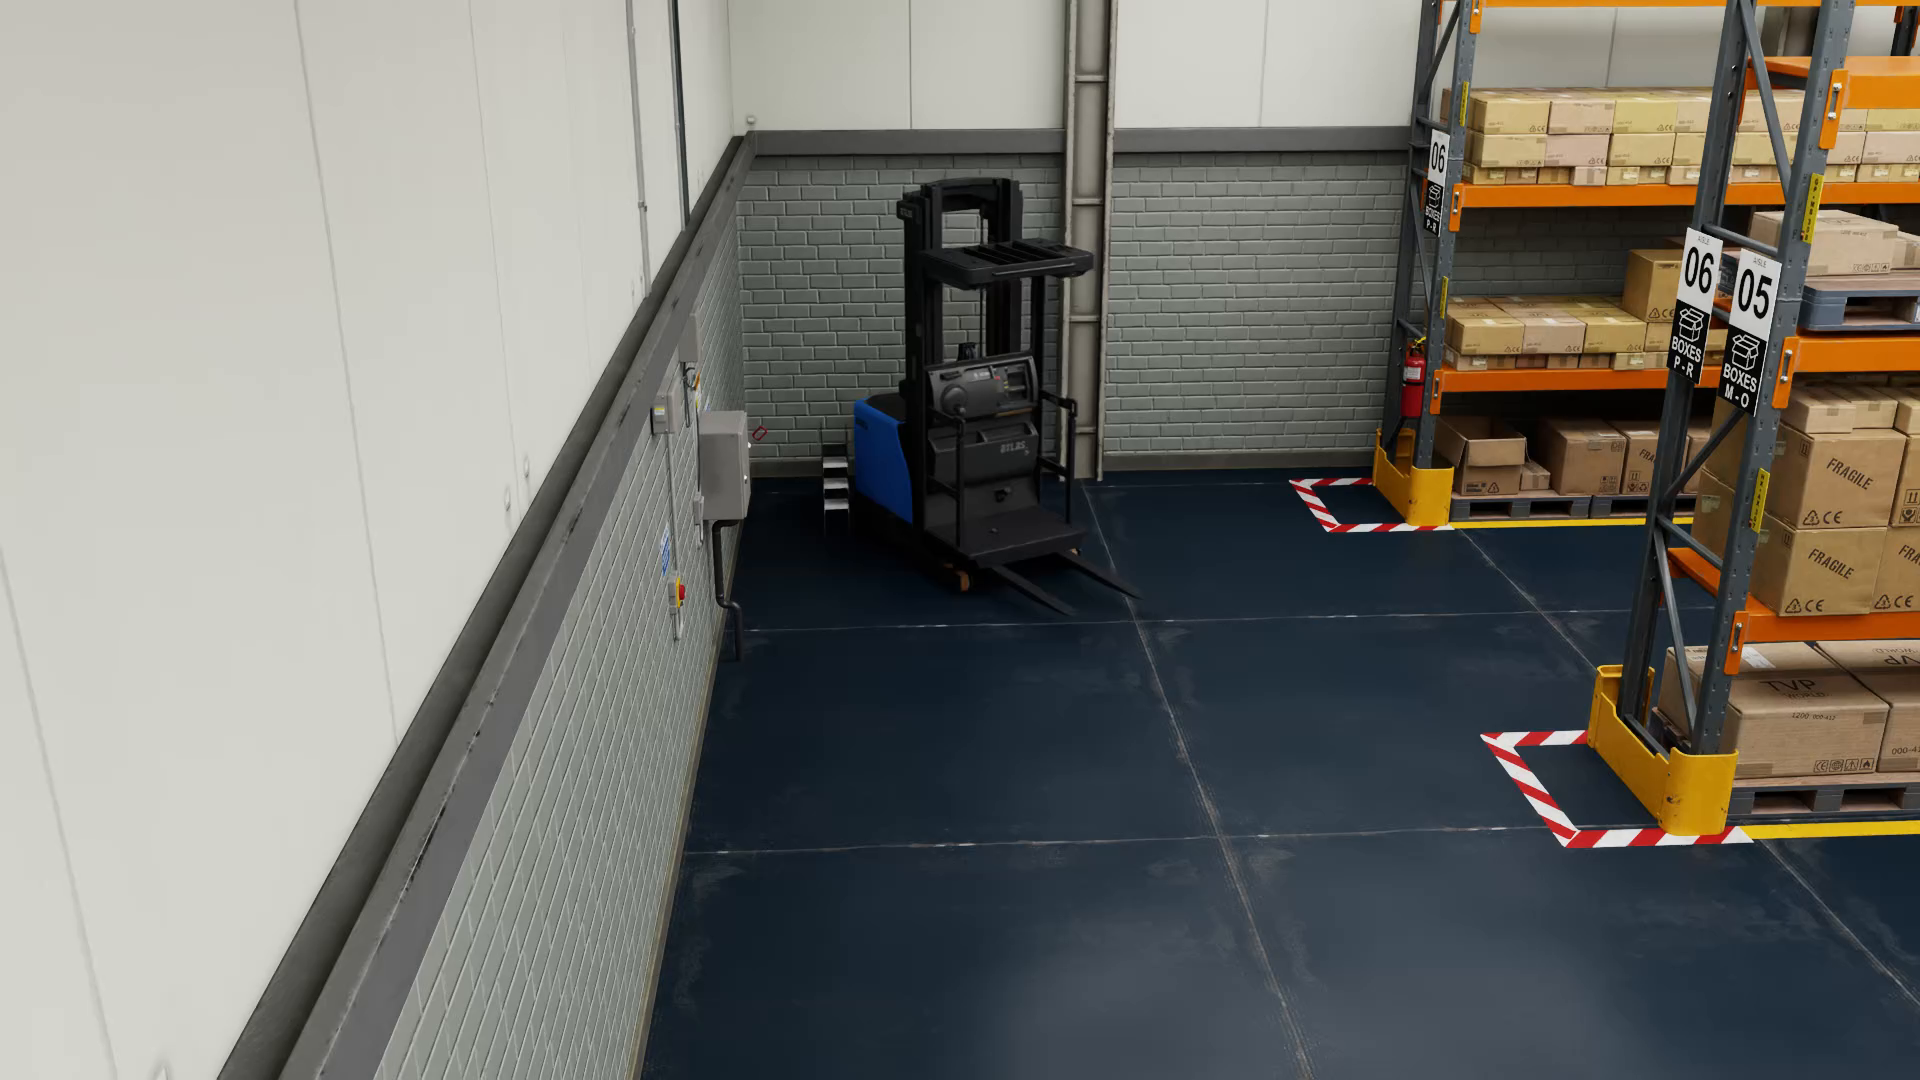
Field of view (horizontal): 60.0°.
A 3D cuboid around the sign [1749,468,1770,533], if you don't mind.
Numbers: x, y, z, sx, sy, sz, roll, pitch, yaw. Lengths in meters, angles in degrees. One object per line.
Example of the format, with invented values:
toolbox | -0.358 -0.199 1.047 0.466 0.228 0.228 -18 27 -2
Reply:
sign | 4.139 -0.204 8.613 0.005 0.325 0.100 -1 21 -3

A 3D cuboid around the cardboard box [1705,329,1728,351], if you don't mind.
cardboard box | 6.328 -1.755 13.808 0.500 0.250 0.500 -1 21 -3

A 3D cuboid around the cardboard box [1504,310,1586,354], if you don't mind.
cardboard box | 4.798 -1.716 13.704 0.500 0.250 0.500 -1 21 -2

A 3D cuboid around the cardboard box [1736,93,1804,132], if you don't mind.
cardboard box | 6.317 -3.392 13.189 0.500 0.250 0.500 -1 21 -2

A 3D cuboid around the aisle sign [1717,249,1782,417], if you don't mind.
aisle sign | 4.058 -1.070 8.563 0.004 0.787 0.394 -1 21 -3

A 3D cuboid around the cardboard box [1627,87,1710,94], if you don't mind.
cardboard box | 5.789 -3.561 13.632 0.500 0.250 0.500 -1 21 -3

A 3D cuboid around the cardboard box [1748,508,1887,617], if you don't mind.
cardboard box | 4.609 0.086 9.040 0.500 0.500 0.500 -1 21 -3

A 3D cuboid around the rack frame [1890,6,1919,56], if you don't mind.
rack frame | 7.820 -4.608 13.077 0.127 3.000 1.000 -1 21 -3

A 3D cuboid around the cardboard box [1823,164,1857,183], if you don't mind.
cardboard box | 6.965 -2.970 13.344 0.250 0.149 0.380 0 21 -1

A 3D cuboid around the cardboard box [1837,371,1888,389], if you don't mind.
cardboard box | 4.966 -0.904 9.323 0.250 0.149 0.380 -1 21 -4

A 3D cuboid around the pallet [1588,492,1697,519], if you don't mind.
pallet | 5.914 -0.461 14.537 1.213 0.211 1.003 -1 21 -3

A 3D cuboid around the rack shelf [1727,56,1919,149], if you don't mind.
rack shelf | 6.111 -2.281 8.538 4.000 0.370 1.077 -1 21 -3

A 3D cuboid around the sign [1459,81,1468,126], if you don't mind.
sign | 3.858 -3.340 12.735 0.005 0.325 0.100 -1 21 -3

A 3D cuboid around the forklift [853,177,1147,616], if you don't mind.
forklift | 0.290 -1.157 12.541 1.130 2.935 3.031 -12 24 -28

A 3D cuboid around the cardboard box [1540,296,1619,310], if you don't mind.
cardboard box | 5.280 -1.914 14.225 0.500 0.250 0.500 -1 21 -1

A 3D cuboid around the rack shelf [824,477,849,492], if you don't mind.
rack shelf | -1.023 -0.464 13.668 0.200 0.077 0.258 -2 21 -6

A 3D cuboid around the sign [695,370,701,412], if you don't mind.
sign | -1.692 -0.948 10.735 0.001 0.242 0.339 -1 21 -3

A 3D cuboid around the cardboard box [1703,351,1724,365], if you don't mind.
cardboard box | 6.219 -1.587 13.928 0.250 0.149 0.380 -1 21 -2

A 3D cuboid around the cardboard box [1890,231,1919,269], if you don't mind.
cardboard box | 4.972 -1.565 8.923 0.250 0.149 0.380 -3 21 -7

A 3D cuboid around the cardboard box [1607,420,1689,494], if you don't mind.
cardboard box | 5.832 -0.709 14.189 0.500 0.500 0.500 -1 21 -2

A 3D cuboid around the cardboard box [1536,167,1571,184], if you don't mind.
cardboard box | 4.676 -2.945 13.278 0.250 0.149 0.380 -1 21 -3

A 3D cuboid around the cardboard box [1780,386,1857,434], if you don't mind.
cardboard box | 4.484 -0.686 8.749 0.250 0.149 0.380 -1 21 -2

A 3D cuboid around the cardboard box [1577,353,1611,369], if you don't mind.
cardboard box | 5.203 -1.545 13.816 0.250 0.149 0.380 -1 21 -2

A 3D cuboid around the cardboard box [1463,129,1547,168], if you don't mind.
cardboard box | 4.285 -3.106 13.139 0.500 0.250 0.500 -1 21 -4

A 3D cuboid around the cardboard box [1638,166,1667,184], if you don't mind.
cardboard box | 5.435 -2.948 13.287 0.250 0.149 0.380 -1 21 -4

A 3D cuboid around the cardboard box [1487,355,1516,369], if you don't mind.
cardboard box | 4.422 -1.536 13.794 0.250 0.149 0.380 -1 21 -2

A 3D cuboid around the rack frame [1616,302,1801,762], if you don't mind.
rack frame | 4.114 0.040 9.300 0.127 3.000 1.000 -1 21 -3

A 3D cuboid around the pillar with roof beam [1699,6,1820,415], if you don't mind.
pillar with roof beam | 7.319 -3.385 9.864 0.400 9.000 9.100 -1 21 -3

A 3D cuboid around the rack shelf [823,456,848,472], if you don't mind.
rack shelf | -1.023 -0.632 13.604 0.200 0.077 0.258 -2 21 -6

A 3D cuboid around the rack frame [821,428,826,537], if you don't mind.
rack frame | -1.124 -0.491 13.645 0.006 0.900 0.240 -2 21 -6

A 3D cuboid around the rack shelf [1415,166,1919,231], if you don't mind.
rack shelf | 5.823 -2.829 13.632 4.000 0.370 1.077 -1 21 -3

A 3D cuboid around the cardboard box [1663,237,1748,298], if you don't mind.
cardboard box | 6.318 -2.288 14.153 0.500 0.500 0.500 -2 21 -5

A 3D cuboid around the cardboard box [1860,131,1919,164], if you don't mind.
cardboard box | 7.353 -3.176 13.325 0.500 0.250 0.500 -1 21 -3

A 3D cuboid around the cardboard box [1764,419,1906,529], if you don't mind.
cardboard box | 4.609 -0.382 8.864 0.500 0.500 0.500 -2 21 -4

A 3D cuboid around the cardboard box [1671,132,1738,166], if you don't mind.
cardboard box | 5.818 -3.148 13.251 0.500 0.250 0.500 -1 21 -4

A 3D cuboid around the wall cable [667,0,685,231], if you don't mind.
wall cable | -1.589 -2.815 8.368 0.029 3.000 2.355 -1 21 -3

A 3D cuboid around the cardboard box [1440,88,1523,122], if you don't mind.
cardboard box | 4.254 -3.536 13.566 0.500 0.250 0.500 -2 21 -5

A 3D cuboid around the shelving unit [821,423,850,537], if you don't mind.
shelving unit | -1.023 -0.495 13.656 0.210 0.900 0.258 -2 21 -6

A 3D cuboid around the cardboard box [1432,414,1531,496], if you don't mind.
cardboard box | 4.443 -0.731 14.244 0.637 0.503 0.797 -2 21 -5

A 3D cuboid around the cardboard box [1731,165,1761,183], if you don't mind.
cardboard box | 6.200 -2.964 13.329 0.250 0.149 0.380 -1 21 -3

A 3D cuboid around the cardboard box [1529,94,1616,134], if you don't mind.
cardboard box | 4.793 -3.351 13.081 0.500 0.250 0.500 -1 21 -3

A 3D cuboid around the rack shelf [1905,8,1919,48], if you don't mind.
rack shelf | 9.817 -4.125 13.382 4.000 0.370 1.077 -1 21 -3

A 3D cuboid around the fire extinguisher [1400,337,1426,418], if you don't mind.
fire extinguisher | 3.706 -1.345 13.572 0.183 0.674 0.296 -1 21 -3
